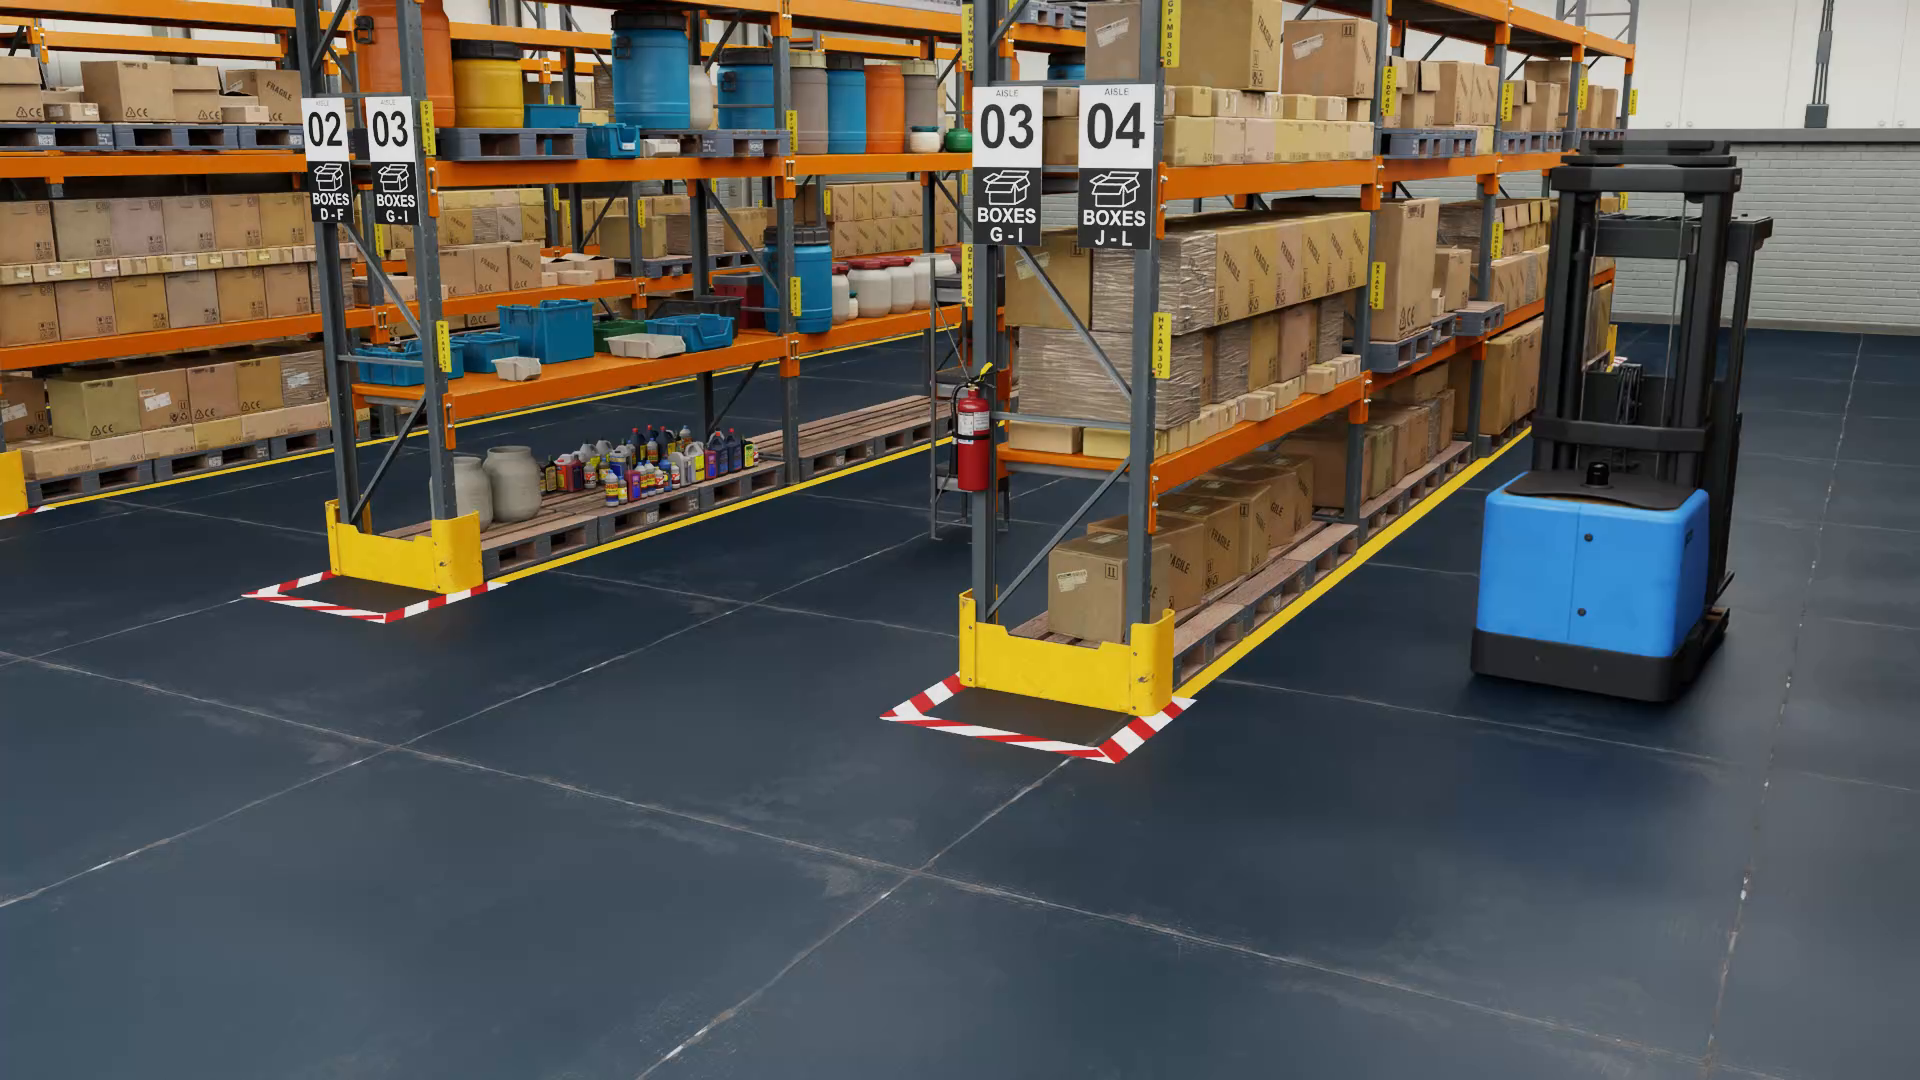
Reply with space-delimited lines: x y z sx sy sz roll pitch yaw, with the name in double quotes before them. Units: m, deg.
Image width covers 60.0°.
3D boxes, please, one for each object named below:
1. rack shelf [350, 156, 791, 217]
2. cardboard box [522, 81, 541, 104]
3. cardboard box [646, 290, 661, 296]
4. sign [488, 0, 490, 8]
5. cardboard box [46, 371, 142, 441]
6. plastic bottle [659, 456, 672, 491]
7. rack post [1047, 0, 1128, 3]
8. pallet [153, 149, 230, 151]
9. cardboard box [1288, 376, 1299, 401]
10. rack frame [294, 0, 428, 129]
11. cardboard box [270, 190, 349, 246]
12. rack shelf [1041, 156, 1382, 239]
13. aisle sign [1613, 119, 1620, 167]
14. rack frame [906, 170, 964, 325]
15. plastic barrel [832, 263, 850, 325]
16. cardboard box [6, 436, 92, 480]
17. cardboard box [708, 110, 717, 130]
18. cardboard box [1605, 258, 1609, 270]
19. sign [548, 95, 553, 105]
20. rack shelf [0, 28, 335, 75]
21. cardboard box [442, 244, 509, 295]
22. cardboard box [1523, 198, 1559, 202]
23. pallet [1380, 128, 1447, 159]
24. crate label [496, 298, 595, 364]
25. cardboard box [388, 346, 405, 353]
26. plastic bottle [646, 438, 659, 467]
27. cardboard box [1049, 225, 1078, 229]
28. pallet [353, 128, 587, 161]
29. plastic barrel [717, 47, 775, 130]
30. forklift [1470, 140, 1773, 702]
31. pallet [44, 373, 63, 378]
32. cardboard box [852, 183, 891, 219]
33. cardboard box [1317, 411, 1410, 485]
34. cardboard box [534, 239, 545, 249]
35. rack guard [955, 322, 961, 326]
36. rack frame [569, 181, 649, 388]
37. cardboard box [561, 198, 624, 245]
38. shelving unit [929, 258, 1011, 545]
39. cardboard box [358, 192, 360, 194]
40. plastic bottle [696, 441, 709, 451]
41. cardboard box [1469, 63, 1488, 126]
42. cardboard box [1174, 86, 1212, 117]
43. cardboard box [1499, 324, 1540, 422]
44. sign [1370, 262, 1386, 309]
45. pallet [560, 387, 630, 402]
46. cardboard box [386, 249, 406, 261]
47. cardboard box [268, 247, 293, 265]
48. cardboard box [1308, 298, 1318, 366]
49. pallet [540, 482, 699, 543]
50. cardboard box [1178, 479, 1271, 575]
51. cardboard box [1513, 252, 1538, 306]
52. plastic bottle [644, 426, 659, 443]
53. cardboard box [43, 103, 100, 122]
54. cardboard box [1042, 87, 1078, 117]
"rack shelf" -2.838 -2.694 12.443 1.077 0.370 4.000 7 15 28
"cardboard box" -6.543 -6.932 26.097 0.500 0.500 0.500 7 15 28
"cardboard box" -5.478 -4.208 28.027 0.700 0.500 0.500 7 15 26
"sign" -7.150 -8.275 25.326 0.100 0.325 0.005 7 15 28
"cardboard box" -7.445 -1.157 14.302 0.500 0.500 0.500 7 15 28
"plastic bottle" -2.343 -0.532 13.222 0.097 0.271 0.097 0 14 0
"rack post" 1.562 -6.348 19.823 0.937 0.300 0.954 7 15 27
"pallet" -9.653 -4.813 20.098 1.213 0.211 1.003 7 15 28
"cardboard box" 1.970 -0.984 10.752 0.380 0.149 0.250 7 15 28
"rack frame" -3.805 -4.092 10.305 1.000 3.000 0.127 7 15 28
"cardboard box" -6.414 -3.145 16.199 0.700 0.500 0.500 7 15 28
"rack shelf" 1.498 -2.133 10.115 1.077 0.370 4.000 7 15 28
"aisle sign" 8.563 -5.141 21.912 0.394 0.787 0.004 7 15 28
"rack frame" -0.404 -5.020 26.955 1.000 3.000 0.127 7 15 28
"plastic barrel" -1.217 -2.233 15.107 0.433 0.535 0.433 0 14 0
"cardboard box" -7.685 -0.689 13.964 0.500 0.250 0.500 7 15 28
"cardboard box" -3.592 -5.190 21.047 0.910 0.500 0.500 7 15 28
"cardboard box" 8.135 -3.559 21.432 0.380 0.149 0.250 7 15 28
"sign" -6.196 -6.563 25.180 0.100 0.325 0.005 7 15 28
"rack shelf" -9.577 -5.901 20.198 1.077 0.370 4.000 7 15 28
"cardboard box" -5.323 -2.973 18.252 0.500 0.500 0.500 7 15 28
"cardboard box" 7.310 -4.055 21.040 0.500 0.500 0.500 7 15 27
"pallet" 2.856 -2.916 12.230 1.213 0.211 1.003 7 15 28
"crate label" -3.152 -1.601 12.697 0.502 0.435 0.616 7 15 28
"cardboard box" -6.015 -1.921 17.875 0.500 0.311 0.500 8 16 30
"plastic bottle" -2.589 -0.721 14.008 0.097 0.271 0.097 0 14 0
"cardboard box" 0.817 -1.537 9.529 0.500 0.500 0.500 7 15 28
"pallet" -3.319 -2.700 11.336 1.003 0.211 1.213 7 15 28
"plastic barrel" -1.815 -3.827 14.536 0.600 0.901 0.708 7 15 28
"forklift" 4.052 -0.863 9.857 1.130 2.935 3.031 8 16 31
"pallet" -10.168 -1.923 20.058 1.003 0.211 1.213 7 15 28
"cardboard box" -1.366 -5.010 24.567 0.500 0.500 0.500 7 15 26
"cardboard box" 3.298 -0.767 13.711 0.700 0.500 0.500 6 15 23
"cardboard box" -6.592 -4.546 25.482 0.380 0.149 0.250 8 15 29
"rack guard" -0.441 -3.789 27.183 1.175 0.500 0.348 7 15 28
"rack frame" -4.272 -3.378 20.147 1.000 3.000 0.127 7 15 28
"cardboard box" -6.042 -5.164 26.913 0.980 0.700 0.700 7 15 27
"shelving unit" 0.080 -1.055 12.428 0.431 2.100 0.503 7 15 28
"cardboard box" -8.364 -4.735 23.282 0.500 0.250 0.500 7 15 26
"plastic bottle" -2.165 -0.693 13.881 0.152 0.276 0.135 7 15 28
"cardboard box" 4.148 -3.773 14.101 0.500 0.500 0.500 7 15 28
"cardboard box" 1.077 -2.266 8.600 0.380 0.149 0.250 8 16 29
"cardboard box" 5.188 -1.748 17.020 1.225 0.875 0.875 7 15 28
"sign" 2.943 -1.796 11.734 0.100 0.325 0.005 7 15 28
"pallet" -4.704 -1.858 19.792 1.003 0.211 1.213 7 15 28
"cardboard box" -7.916 -3.963 23.067 0.380 0.149 0.250 8 16 30
"cardboard box" -6.521 -2.683 15.666 0.380 0.149 0.250 7 15 28
"cardboard box" 1.920 -1.444 11.275 0.875 0.500 0.500 7 15 28
"pallet" -2.821 -0.256 13.145 1.003 0.211 1.213 7 15 28
"cardboard box" 1.735 -0.091 10.950 0.500 0.500 0.500 6 15 23
"cardboard box" 5.607 -2.687 17.064 0.500 0.500 0.500 7 15 28
"plastic bottle" -2.625 -0.803 14.179 0.144 0.351 0.185 8 16 30
"cardboard box" -7.416 -3.567 13.870 0.380 0.149 0.250 7 15 28
"cardboard box" 0.392 -2.285 8.682 0.380 0.149 0.250 7 15 28
